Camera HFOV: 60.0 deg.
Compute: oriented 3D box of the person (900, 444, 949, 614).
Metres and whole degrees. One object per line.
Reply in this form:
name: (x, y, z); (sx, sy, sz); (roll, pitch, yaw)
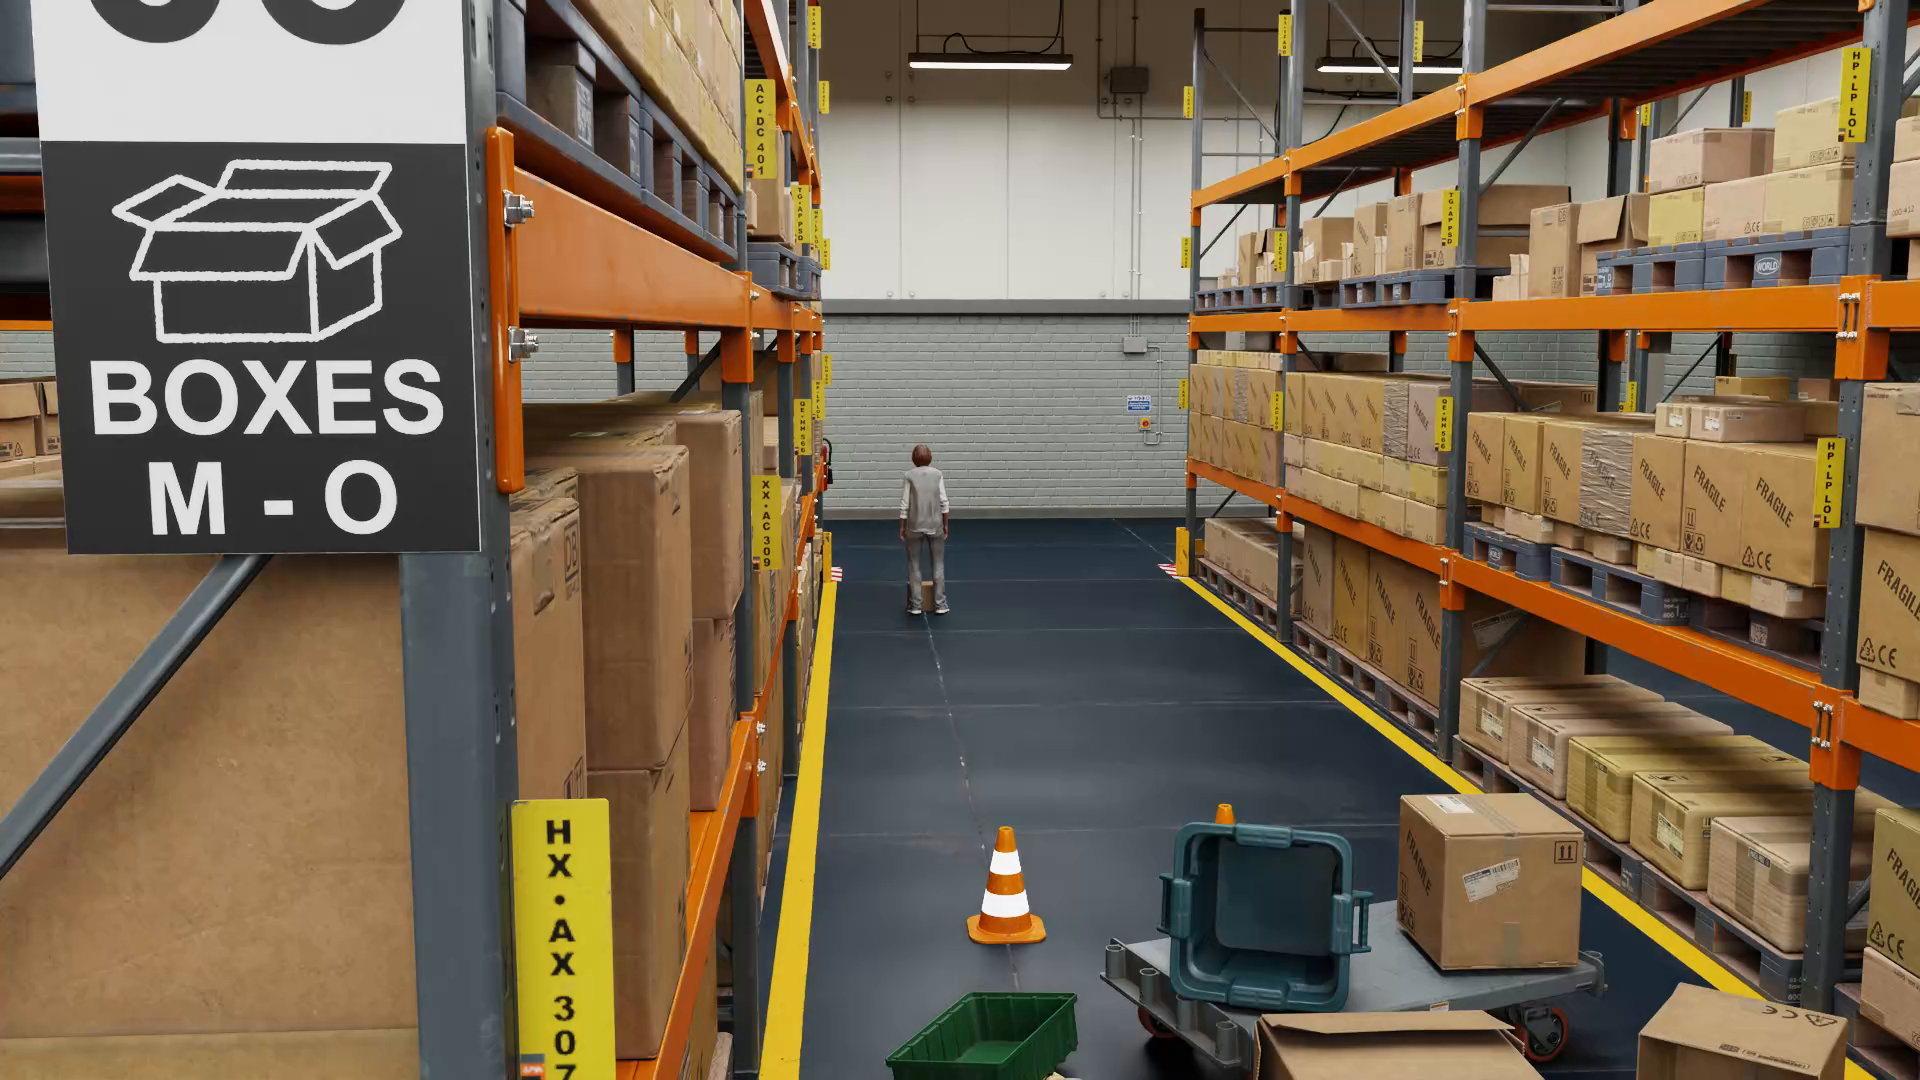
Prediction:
person: (-0.331, -0.043, 15.604); (0.479, 1.480, 0.342); (-1, 7, -8)
